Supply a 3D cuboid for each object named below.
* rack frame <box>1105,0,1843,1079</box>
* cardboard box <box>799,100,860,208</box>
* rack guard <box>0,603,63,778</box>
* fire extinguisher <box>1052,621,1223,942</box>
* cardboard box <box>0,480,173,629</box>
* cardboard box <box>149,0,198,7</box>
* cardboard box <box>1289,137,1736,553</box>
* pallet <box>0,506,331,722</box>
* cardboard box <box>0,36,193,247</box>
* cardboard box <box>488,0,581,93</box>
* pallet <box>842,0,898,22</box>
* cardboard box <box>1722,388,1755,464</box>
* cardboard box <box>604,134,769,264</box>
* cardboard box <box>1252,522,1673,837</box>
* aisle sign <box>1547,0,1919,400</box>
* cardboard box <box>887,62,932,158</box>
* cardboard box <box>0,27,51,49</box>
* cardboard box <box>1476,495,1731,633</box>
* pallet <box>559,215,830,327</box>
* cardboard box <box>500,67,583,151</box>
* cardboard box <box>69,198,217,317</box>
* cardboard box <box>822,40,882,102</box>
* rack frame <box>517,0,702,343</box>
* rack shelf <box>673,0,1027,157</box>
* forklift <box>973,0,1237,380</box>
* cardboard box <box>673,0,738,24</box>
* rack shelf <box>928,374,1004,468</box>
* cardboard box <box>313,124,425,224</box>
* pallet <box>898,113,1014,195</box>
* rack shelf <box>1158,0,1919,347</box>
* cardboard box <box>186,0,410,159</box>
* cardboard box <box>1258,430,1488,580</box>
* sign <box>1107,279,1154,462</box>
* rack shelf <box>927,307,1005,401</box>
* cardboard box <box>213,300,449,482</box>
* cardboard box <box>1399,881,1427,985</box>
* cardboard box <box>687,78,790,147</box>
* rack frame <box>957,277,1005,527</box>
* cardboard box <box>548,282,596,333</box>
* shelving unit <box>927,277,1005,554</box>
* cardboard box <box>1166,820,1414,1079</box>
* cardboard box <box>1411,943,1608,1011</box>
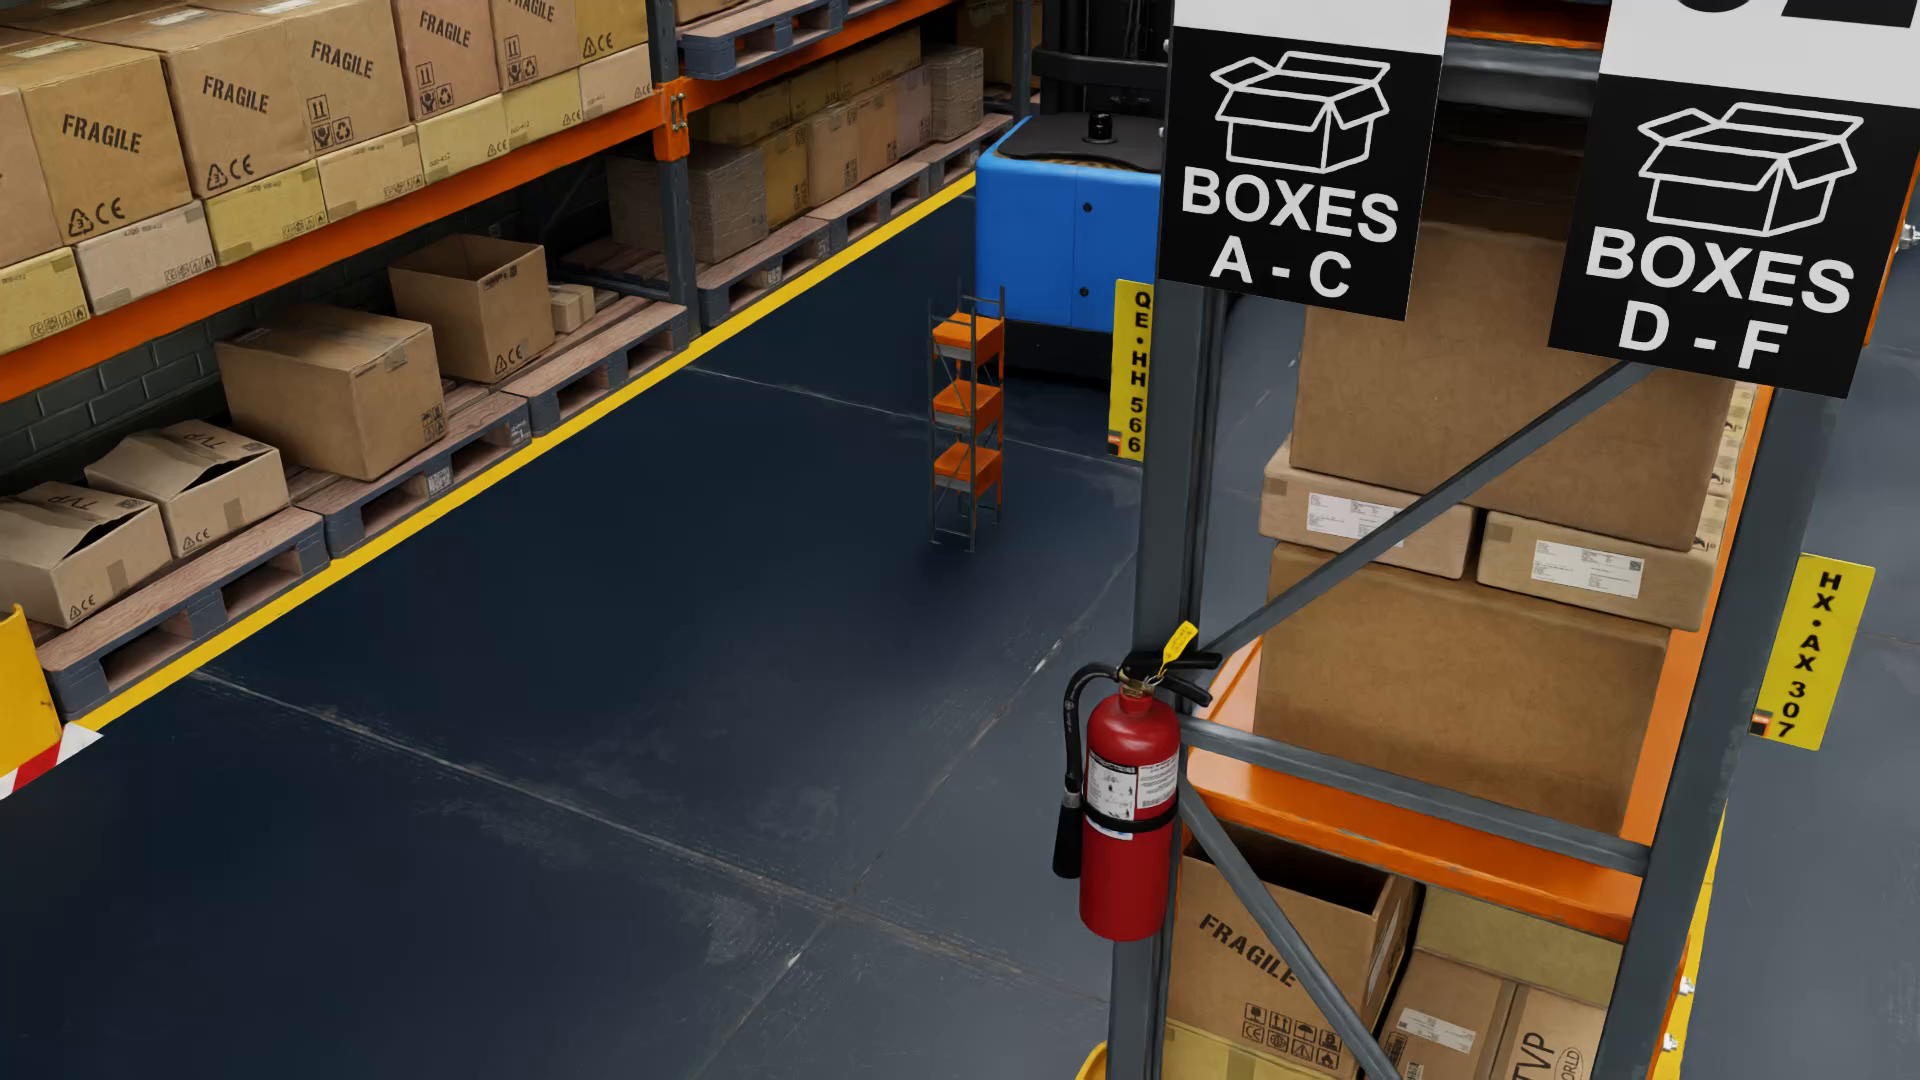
[{"bbox_3d":[0.779,0.451,2.952,0.949,2.616,0.053,14,33,23],"label":"rack frame"},{"bbox_3d":[-1.028,-2.338,9.877,0.700,0.500,0.500,15,33,24],"label":"cardboard box"},{"bbox_3d":[-3.595,0.380,5.586,1.175,0.500,0.348,14,33,23],"label":"rack guard"},{"bbox_3d":[0.314,0.433,3.062,0.296,0.674,0.183,14,33,23],"label":"fire extinguisher"},{"bbox_3d":[-3.235,0.019,5.963,0.500,0.311,0.500,11,32,18],"label":"cardboard box"},{"bbox_3d":[-2.905,-1.870,6.372,0.500,0.500,0.500,15,33,24],"label":"cardboard box"},{"bbox_3d":[1.030,-0.381,2.999,0.700,0.500,0.500,14,33,23],"label":"cardboard box"},{"bbox_3d":[-3.194,0.153,6.271,1.003,0.211,1.213,14,33,23],"label":"pallet"},{"bbox_3d":[-2.911,-1.299,5.378,0.500,0.500,0.500,14,33,23],"label":"cardboard box"},{"bbox_3d":[-1.970,-2.210,6.963,0.500,0.500,0.500,14,33,23],"label":"cardboard box"},{"bbox_3d":[-0.851,-3.246,9.584,1.003,0.211,1.213,14,33,23],"label":"pallet"},{"bbox_3d":[1.385,-0.226,3.379,0.380,0.149,0.250,14,33,23],"label":"cardboard box"},{"bbox_3d":[-1.487,-1.880,9.080,0.700,0.500,0.500,15,33,25],"label":"cardboard box"},{"bbox_3d":[1.006,0.205,3.281,0.700,0.500,0.500,14,33,23],"label":"cardboard box"},{"bbox_3d":[1.024,-0.577,2.131,0.394,0.787,0.004,14,33,23],"label":"aisle sign"},{"bbox_3d":[-0.605,-2.790,10.665,0.700,0.500,0.500,14,33,23],"label":"cardboard box"},{"bbox_3d":[-3.366,-1.417,5.583,0.500,0.500,0.500,15,33,24],"label":"cardboard box"},{"bbox_3d":[1.152,0.002,2.982,0.380,0.149,0.250,14,33,23],"label":"cardboard box"},{"bbox_3d":[-1.454,-1.580,9.289,1.003,0.211,1.213,14,33,23],"label":"pallet"},{"bbox_3d":[-1.988,-1.889,7.158,0.500,0.250,0.500,14,33,23],"label":"cardboard box"},{"bbox_3d":[-2.901,-0.991,5.595,0.500,0.250,0.500,13,32,22],"label":"cardboard box"},{"bbox_3d":[-0.812,-2.850,10.016,0.500,0.250,0.500,14,33,23],"label":"cardboard box"},{"bbox_3d":[-1.808,-2.443,7.993,1.000,3.000,0.127,14,33,23],"label":"rack frame"},{"bbox_3d":[-0.897,-3.018,9.716,1.077,0.370,4.000,14,33,23],"label":"rack shelf"},{"bbox_3d":[1.029,-2.715,8.535,1.130,2.935,3.031,10,31,17],"label":"forklift"},{"bbox_3d":[-1.545,-2.895,8.238,0.700,0.500,0.500,14,33,23],"label":"cardboard box"},{"bbox_3d":[0.024,-0.470,6.535,0.215,0.259,0.240,14,33,23],"label":"rack shelf"},{"bbox_3d":[-2.431,-1.439,6.375,0.500,0.250,0.500,15,33,24],"label":"cardboard box"},{"bbox_3d":[-0.343,-2.661,11.172,1.003,0.211,1.213,14,33,23],"label":"pallet"},{"bbox_3d":[1.693,-1.423,3.927,1.077,0.370,4.000,14,33,23],"label":"rack shelf"},{"bbox_3d":[-2.445,-1.758,6.177,0.500,0.500,0.500,15,33,25],"label":"cardboard box"},{"bbox_3d":[0.786,-0.085,3.134,0.380,0.149,0.250,14,33,22],"label":"cardboard box"},{"bbox_3d":[0.305,-0.282,2.828,0.100,0.325,0.005,14,33,23],"label":"sign"},{"bbox_3d":[0.024,-0.716,6.394,0.215,0.259,0.240,14,33,23],"label":"rack shelf"},{"bbox_3d":[-2.596,-0.630,6.903,0.700,0.500,0.500,12,32,20],"label":"cardboard box"},{"bbox_3d":[0.980,0.933,4.452,0.500,0.250,0.500,14,33,23],"label":"cardboard box"},{"bbox_3d":[-1.290,-2.401,9.235,0.500,0.250,0.500,14,33,22],"label":"cardboard box"},{"bbox_3d":[0.080,-0.533,6.624,0.200,1.050,0.008,14,33,23],"label":"rack frame"},{"bbox_3d":[-2.025,-1.161,8.164,0.380,0.166,0.250,10,31,17],"label":"cardboard box"},{"bbox_3d":[0.024,-0.479,6.530,0.215,1.050,0.252,14,33,23],"label":"shelving unit"},{"bbox_3d":[0.761,0.832,3.876,0.500,0.500,0.500,14,33,23],"label":"cardboard box"},{"bbox_3d":[1.448,1.053,4.244,0.500,0.250,0.500,14,33,23],"label":"cardboard box"}]
